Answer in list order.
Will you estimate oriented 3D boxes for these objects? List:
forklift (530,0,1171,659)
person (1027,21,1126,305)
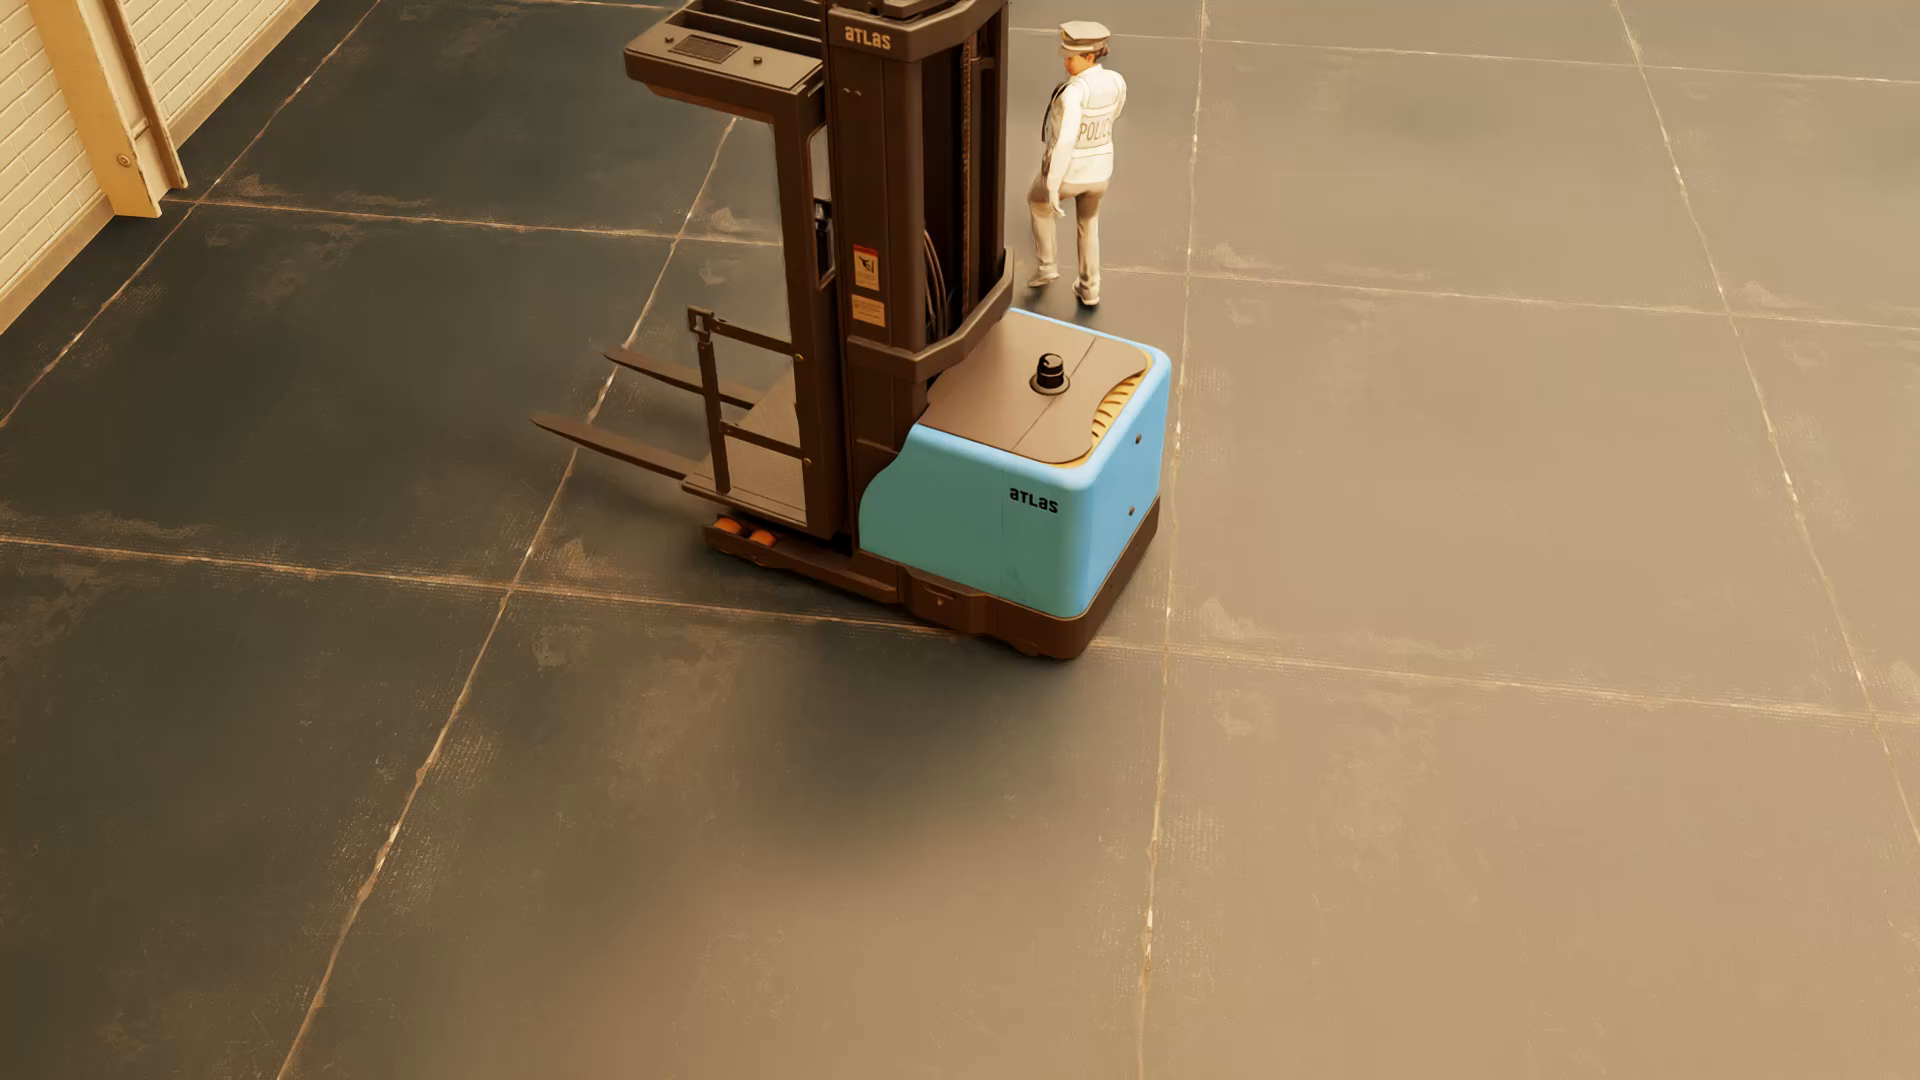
[{"bbox_3d":[-0.623,-1.259,7.095,3.031,2.935,1.130,19,46,19],"label":"forklift"},{"bbox_3d":[0.619,-1.956,8.874,0.613,1.646,0.710,-16,45,-17],"label":"person"}]
